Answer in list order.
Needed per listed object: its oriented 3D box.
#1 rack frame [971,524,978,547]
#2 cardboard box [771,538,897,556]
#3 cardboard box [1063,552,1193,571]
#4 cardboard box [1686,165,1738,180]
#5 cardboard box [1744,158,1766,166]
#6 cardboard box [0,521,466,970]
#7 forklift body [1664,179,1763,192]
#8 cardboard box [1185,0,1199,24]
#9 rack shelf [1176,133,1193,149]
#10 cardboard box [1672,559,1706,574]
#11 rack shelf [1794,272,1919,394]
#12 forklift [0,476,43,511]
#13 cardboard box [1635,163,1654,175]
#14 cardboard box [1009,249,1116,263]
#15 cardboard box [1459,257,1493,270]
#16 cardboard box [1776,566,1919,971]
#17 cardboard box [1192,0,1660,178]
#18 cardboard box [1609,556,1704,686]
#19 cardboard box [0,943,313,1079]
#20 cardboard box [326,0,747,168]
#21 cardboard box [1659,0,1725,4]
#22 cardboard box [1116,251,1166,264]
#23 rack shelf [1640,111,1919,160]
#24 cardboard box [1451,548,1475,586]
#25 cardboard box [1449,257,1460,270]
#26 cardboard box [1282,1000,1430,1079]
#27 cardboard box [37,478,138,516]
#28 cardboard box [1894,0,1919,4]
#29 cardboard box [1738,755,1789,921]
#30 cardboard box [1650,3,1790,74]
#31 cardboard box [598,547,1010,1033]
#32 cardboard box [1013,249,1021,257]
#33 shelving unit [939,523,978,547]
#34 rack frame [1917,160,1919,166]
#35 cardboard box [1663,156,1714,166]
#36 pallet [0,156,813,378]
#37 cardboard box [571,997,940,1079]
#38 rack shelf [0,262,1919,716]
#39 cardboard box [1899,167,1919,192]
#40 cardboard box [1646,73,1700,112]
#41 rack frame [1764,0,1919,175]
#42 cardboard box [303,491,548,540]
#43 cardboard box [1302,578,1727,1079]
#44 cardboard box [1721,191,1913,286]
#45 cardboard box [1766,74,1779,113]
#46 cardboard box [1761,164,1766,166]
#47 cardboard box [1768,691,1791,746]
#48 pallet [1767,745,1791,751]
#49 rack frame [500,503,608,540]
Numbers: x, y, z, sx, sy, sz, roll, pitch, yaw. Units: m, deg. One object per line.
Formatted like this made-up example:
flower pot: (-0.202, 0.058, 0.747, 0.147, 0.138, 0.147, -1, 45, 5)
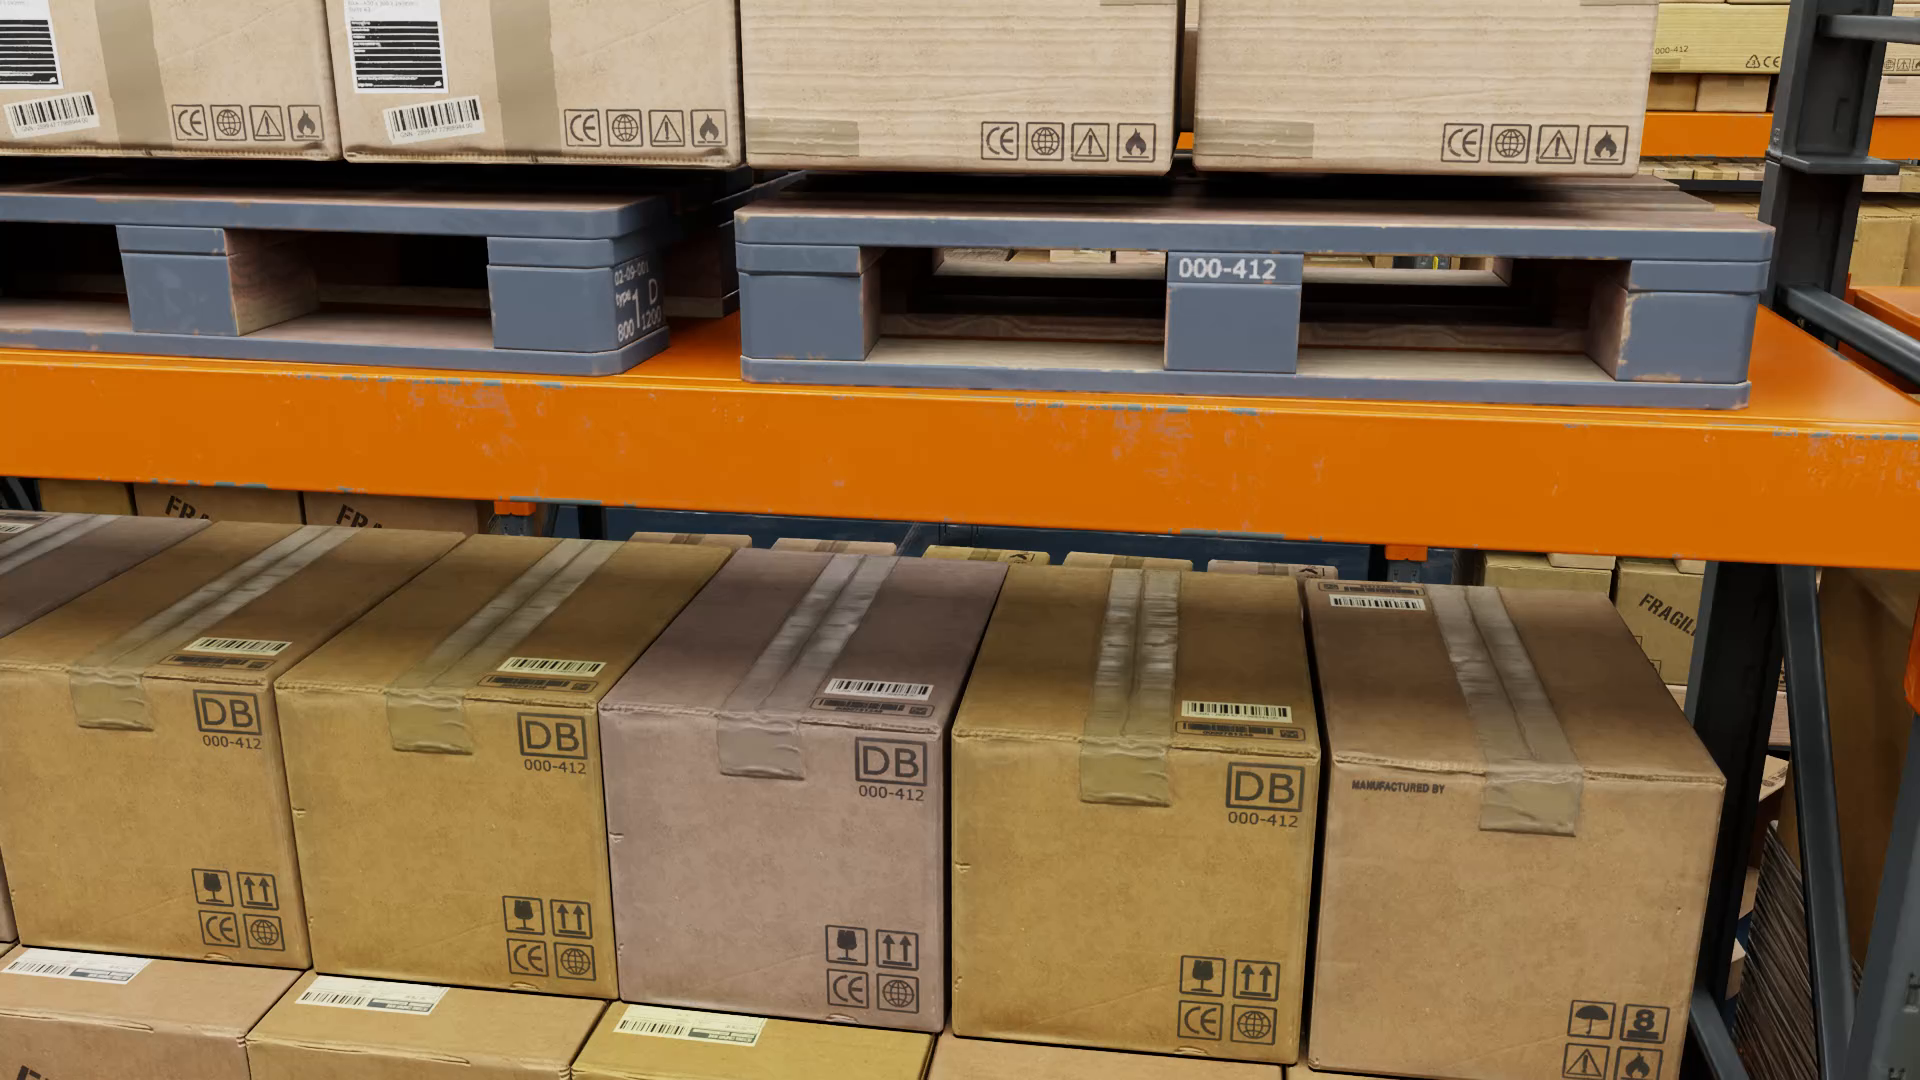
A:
rack frame: (0.092, -0.422, 10.146, 0.006, 0.900, 0.240, 3, 19, 9)
cardboard box: (-0.694, 0.322, 8.092, 0.625, 0.372, 0.950, 3, 19, 8)
cardboard box: (0.741, 0.397, 7.870, 0.625, 0.372, 0.950, 4, 19, 12)
cardboard box: (5.039, -2.424, 11.173, 0.250, 0.149, 0.380, 3, 19, 10)
cardboard box: (5.647, -2.573, 11.618, 0.250, 0.149, 0.380, 3, 19, 9)
cardboard box: (-1.217, 0.319, 2.888, 0.500, 0.500, 0.700, 3, 19, 8)
forklift body: (4.541, -1.065, 10.096, 1.214, 2.155, 2.313, 3, 19, 9)
cardboard box: (0.871, -2.151, 6.852, 0.500, 0.250, 0.500, 3, 19, 9)
rack shelf: (-0.005, -1.772, 7.277, 4.000, 0.370, 1.077, 3, 19, 9)
cardboard box: (3.131, 0.017, 6.994, 0.250, 0.149, 0.380, 4, 19, 11)
rack shelf: (3.259, -0.014, 2.025, 4.000, 0.370, 1.077, 3, 19, 9)
forklift: (-3.359, -0.003, 5.692, 3.031, 2.935, 1.130, 4, 19, 11)
cardboard box: (4.554, -2.485, 11.354, 0.250, 0.149, 0.380, 3, 19, 9)
cardboard box: (0.478, -0.981, 7.219, 0.500, 0.500, 0.500, 4, 19, 11)
cardboard box: (2.369, -1.162, 6.847, 0.500, 0.500, 0.700, 3, 19, 8)
cardboard box: (1.643, 0.412, 2.405, 0.550, 0.550, 0.875, 3, 19, 9)
cardboard box: (0.561, -0.617, 2.110, 0.500, 0.250, 0.500, 3, 19, 9)
cardboard box: (3.039, 0.297, 7.178, 0.500, 0.500, 0.500, 4, 19, 11)
cardboard box: (-1.265, 0.875, 2.803, 0.500, 0.500, 0.500, 3, 19, 9)
cardboard box: (-0.482, -0.680, 2.201, 0.500, 0.311, 0.500, 2, 19, 7)
cardboard box: (2.749, -2.133, 6.362, 0.250, 0.149, 0.380, 2, 19, 7)
cardboard box: (0.795, -1.268, 7.055, 0.250, 0.149, 0.380, 2, 19, 7)
rack shelf: (3.944, -1.570, 6.675, 4.000, 0.370, 1.077, 3, 19, 9)
cardboard box: (2.596, 0.105, 7.751, 0.500, 0.500, 0.500, 3, 19, 8)
cardboard box: (3.667, -2.067, 11.596, 0.500, 0.500, 0.500, 3, 19, 10)
cardboard box: (0.726, 0.976, 2.500, 0.500, 0.500, 0.500, 3, 19, 8)
cardboard box: (-4.411, -0.135, 8.665, 0.875, 0.875, 0.875, 3, 19, 10)
cardboard box: (3.523, -2.105, 6.278, 0.250, 0.149, 0.380, 3, 19, 8)
cardboard box: (2.811, 1.075, 6.299, 0.500, 0.500, 0.500, -15, 24, -38)
cardboard box: (2.871, -1.951, 6.447, 0.500, 0.250, 0.500, 3, 19, 8)
cardboard box: (-0.214, 0.371, 2.734, 0.500, 0.500, 0.700, 3, 19, 9)
cardboard box: (0.062, -1.167, 7.776, 0.500, 0.500, 0.500, 2, 19, 6)
shelving unit: (-0.008, -0.427, 10.162, 0.210, 0.900, 0.258, 3, 19, 9)
rack frame: (6.702, -1.944, 11.384, 0.127, 3.000, 1.000, 3, 19, 9)
cardboard box: (5.139, -2.623, 11.766, 0.250, 0.149, 0.380, 2, 19, 7)
pallet: (-0.917, -0.497, 2.631, 1.213, 0.211, 1.003, 4, 19, 11)
cardboard box: (-0.272, 0.925, 2.652, 0.500, 0.500, 0.500, 3, 19, 9)
rack shelf: (-0.691, -0.216, 2.627, 4.000, 0.370, 1.077, 3, 19, 9)
cardboard box: (6.315, -2.392, 11.075, 0.250, 0.149, 0.380, 3, 19, 9)
cardboard box: (2.750, -1.792, 6.600, 0.250, 0.149, 0.380, 3, 19, 9)
rack frame: (1.284, -1.879, 1.736, 0.127, 3.000, 1.000, 3, 19, 9)
cardboard box: (-2.649, -0.043, 8.392, 0.875, 0.875, 0.875, 3, 19, 8)
cardboard box: (0.793, 0.422, 2.583, 0.500, 0.500, 0.700, 3, 19, 8)
cardboard box: (3.362, -1.096, 6.649, 0.500, 0.500, 0.700, 3, 19, 7)
cardboard box: (3.253, -1.750, 6.474, 0.250, 0.149, 0.380, 2, 19, 7)
cardboard box: (5.570, -2.435, 11.204, 0.250, 0.149, 0.380, 3, 19, 9)
cardboard box: (3.562, 0.679, 7.219, 0.500, 0.250, 0.500, 3, 19, 8)
pallet: (3.846, 0.816, 7.531, 1.213, 0.211, 1.003, 3, 19, 9)
rack frame: (-1.980, -0.791, 7.940, 0.127, 3.000, 1.000, 3, 19, 9)
